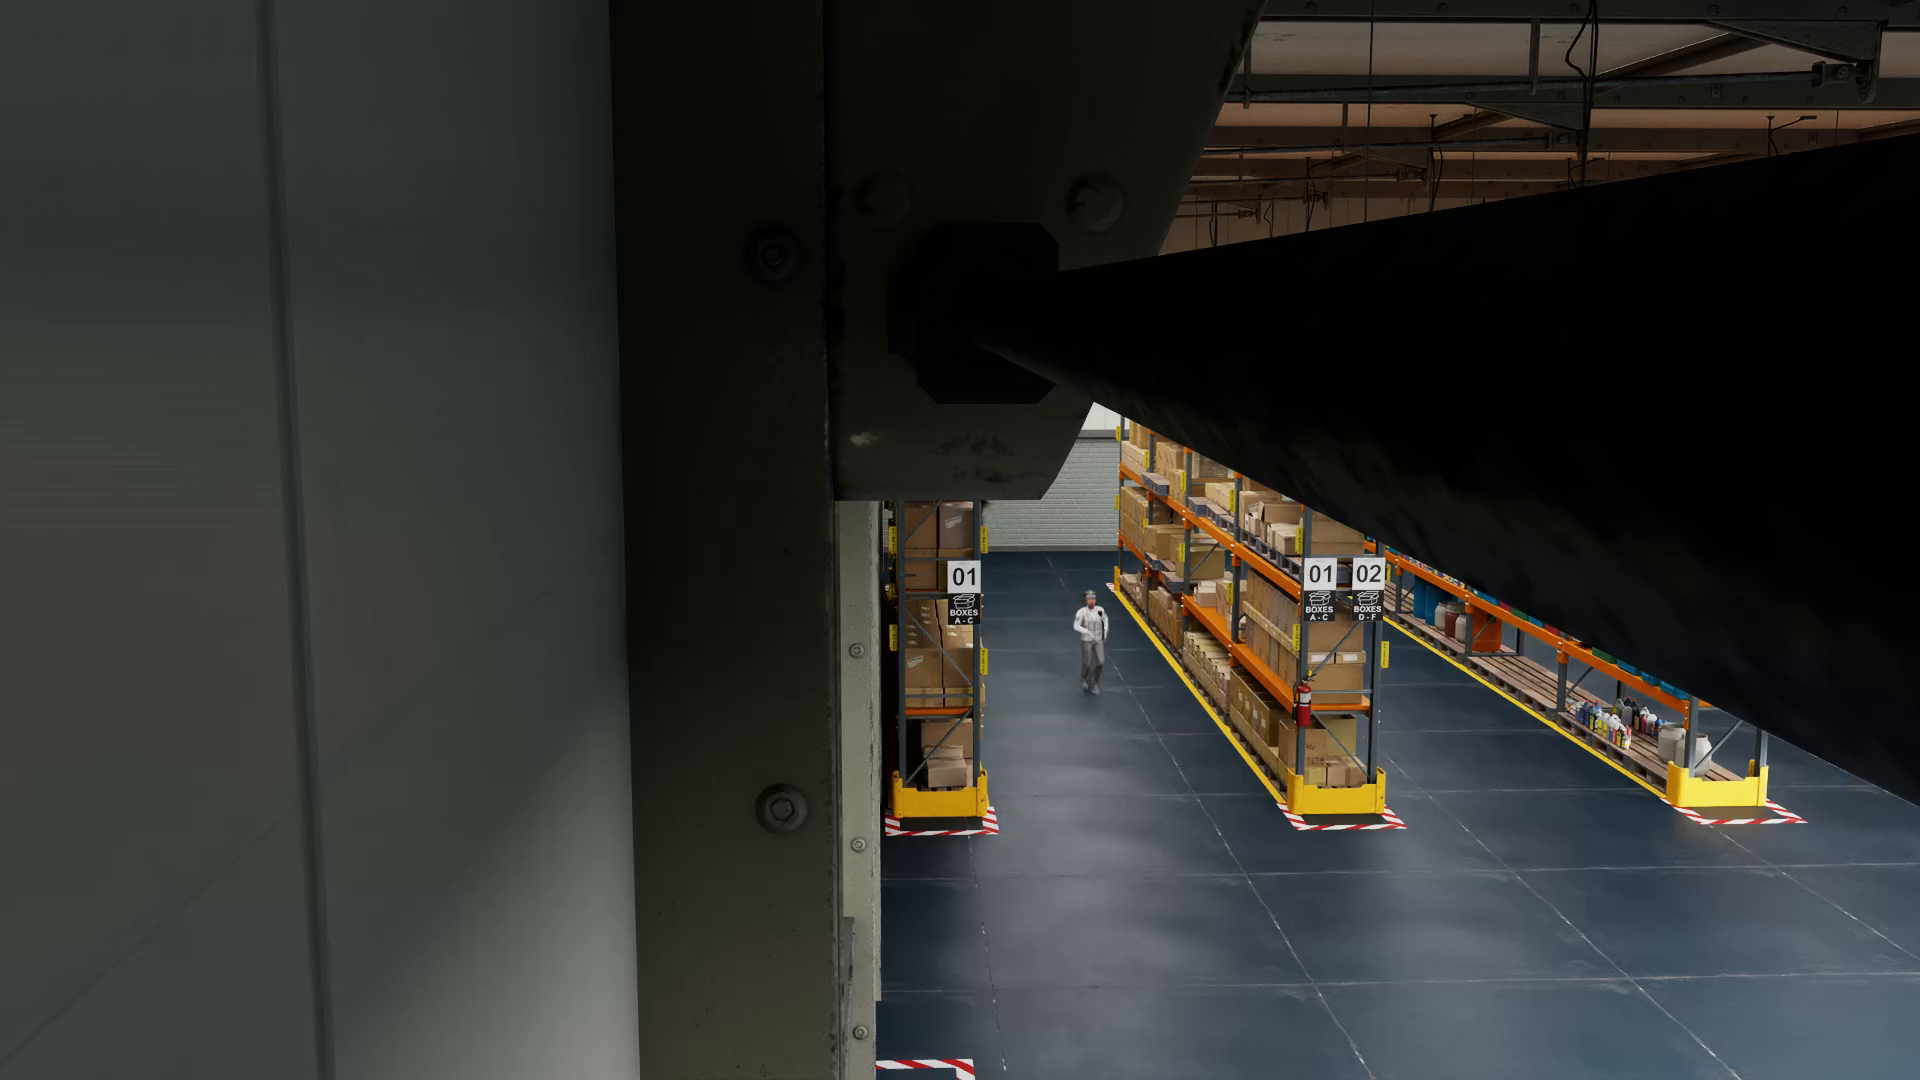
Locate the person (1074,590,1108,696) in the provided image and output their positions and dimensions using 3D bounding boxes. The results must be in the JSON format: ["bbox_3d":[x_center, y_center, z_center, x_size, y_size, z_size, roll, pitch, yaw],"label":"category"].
[{"bbox_3d":[2.131,1.652,26.877,0.616,1.716,0.683,-1,8,-8],"label":"person"}]
